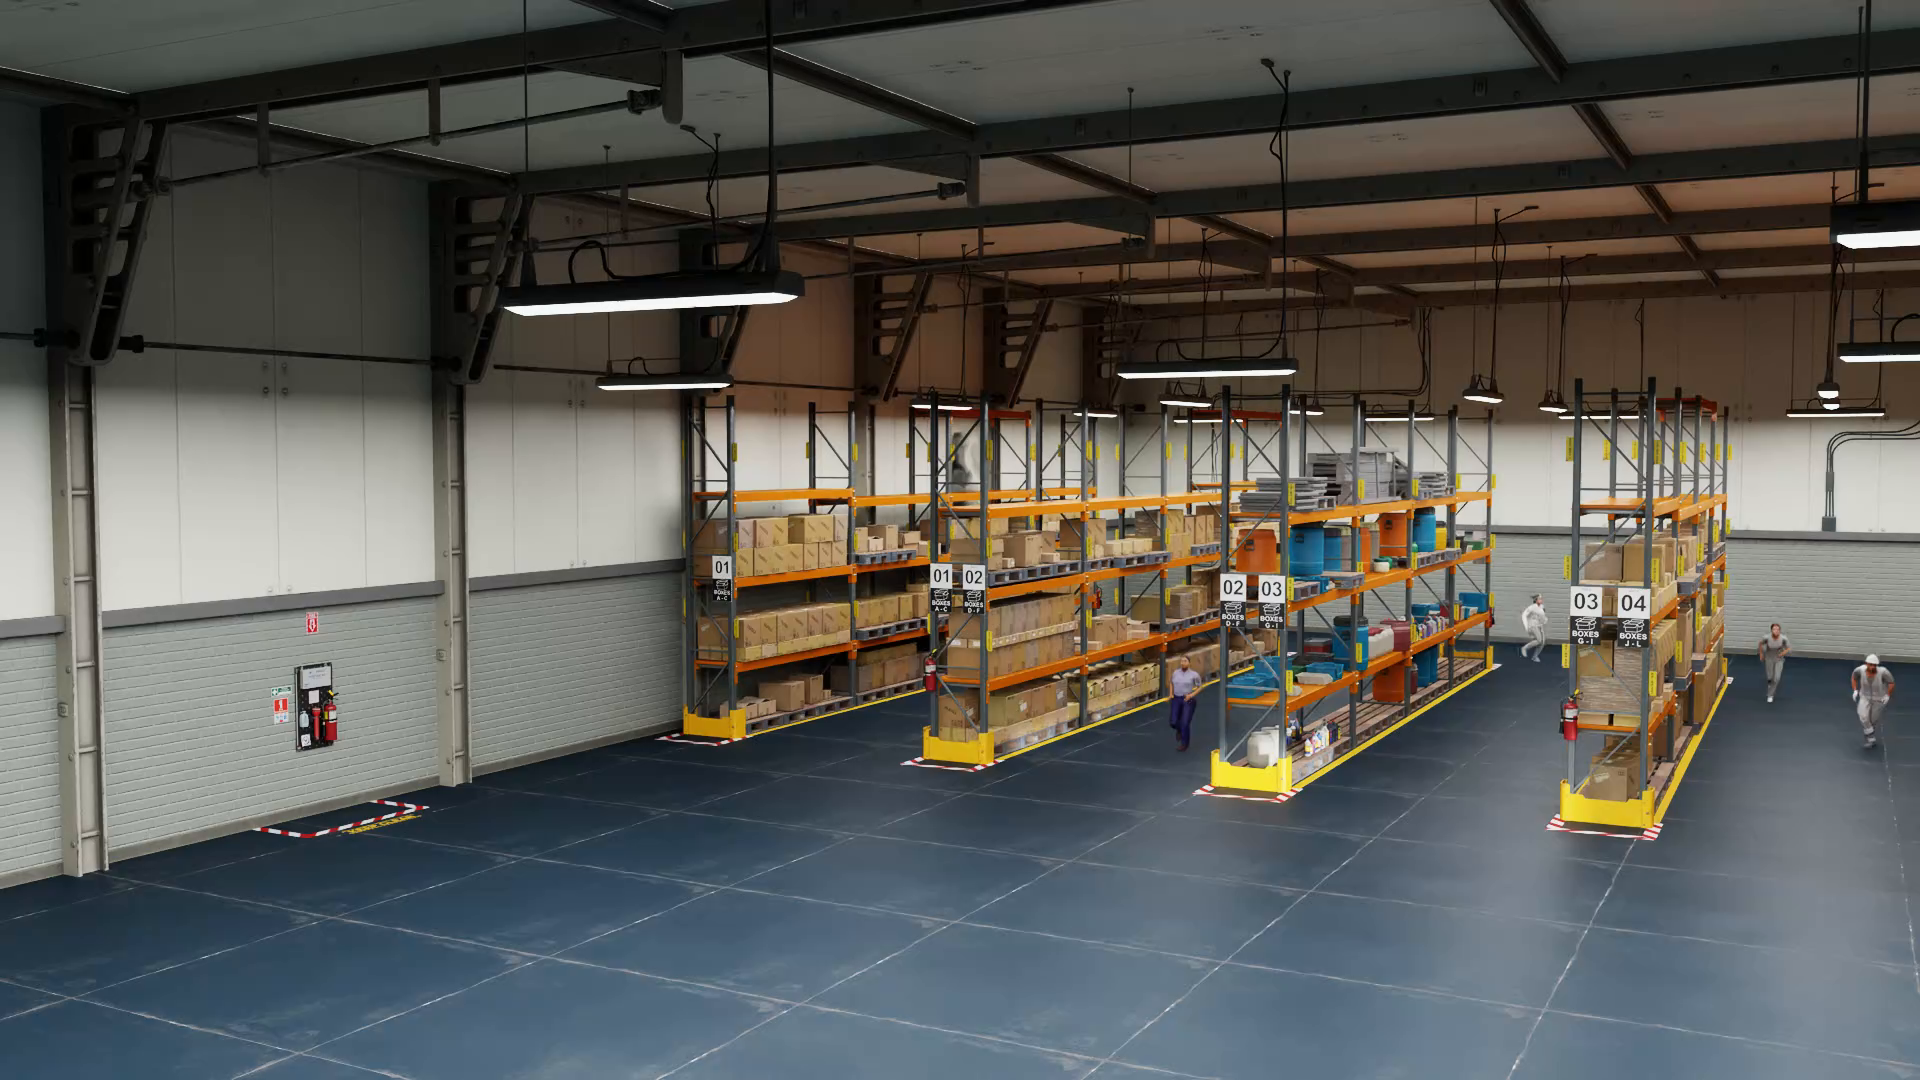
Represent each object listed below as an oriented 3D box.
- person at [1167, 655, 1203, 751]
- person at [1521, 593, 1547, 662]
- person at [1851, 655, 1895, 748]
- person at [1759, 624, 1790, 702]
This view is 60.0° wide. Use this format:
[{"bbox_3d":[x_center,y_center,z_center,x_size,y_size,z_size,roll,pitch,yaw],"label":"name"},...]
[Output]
[{"bbox_3d":[3.773,2.741,27.983,0.620,1.601,0.554,2,3,27],"label":"person"},{"bbox_3d":[13.822,2.104,39.887,0.719,1.659,0.493,-3,4,-40],"label":"person"},{"bbox_3d":[15.570,2.722,28.364,0.663,1.618,1.091,2,4,33],"label":"person"},{"bbox_3d":[16.387,2.461,33.483,0.554,1.600,0.703,1,3,20],"label":"person"}]
